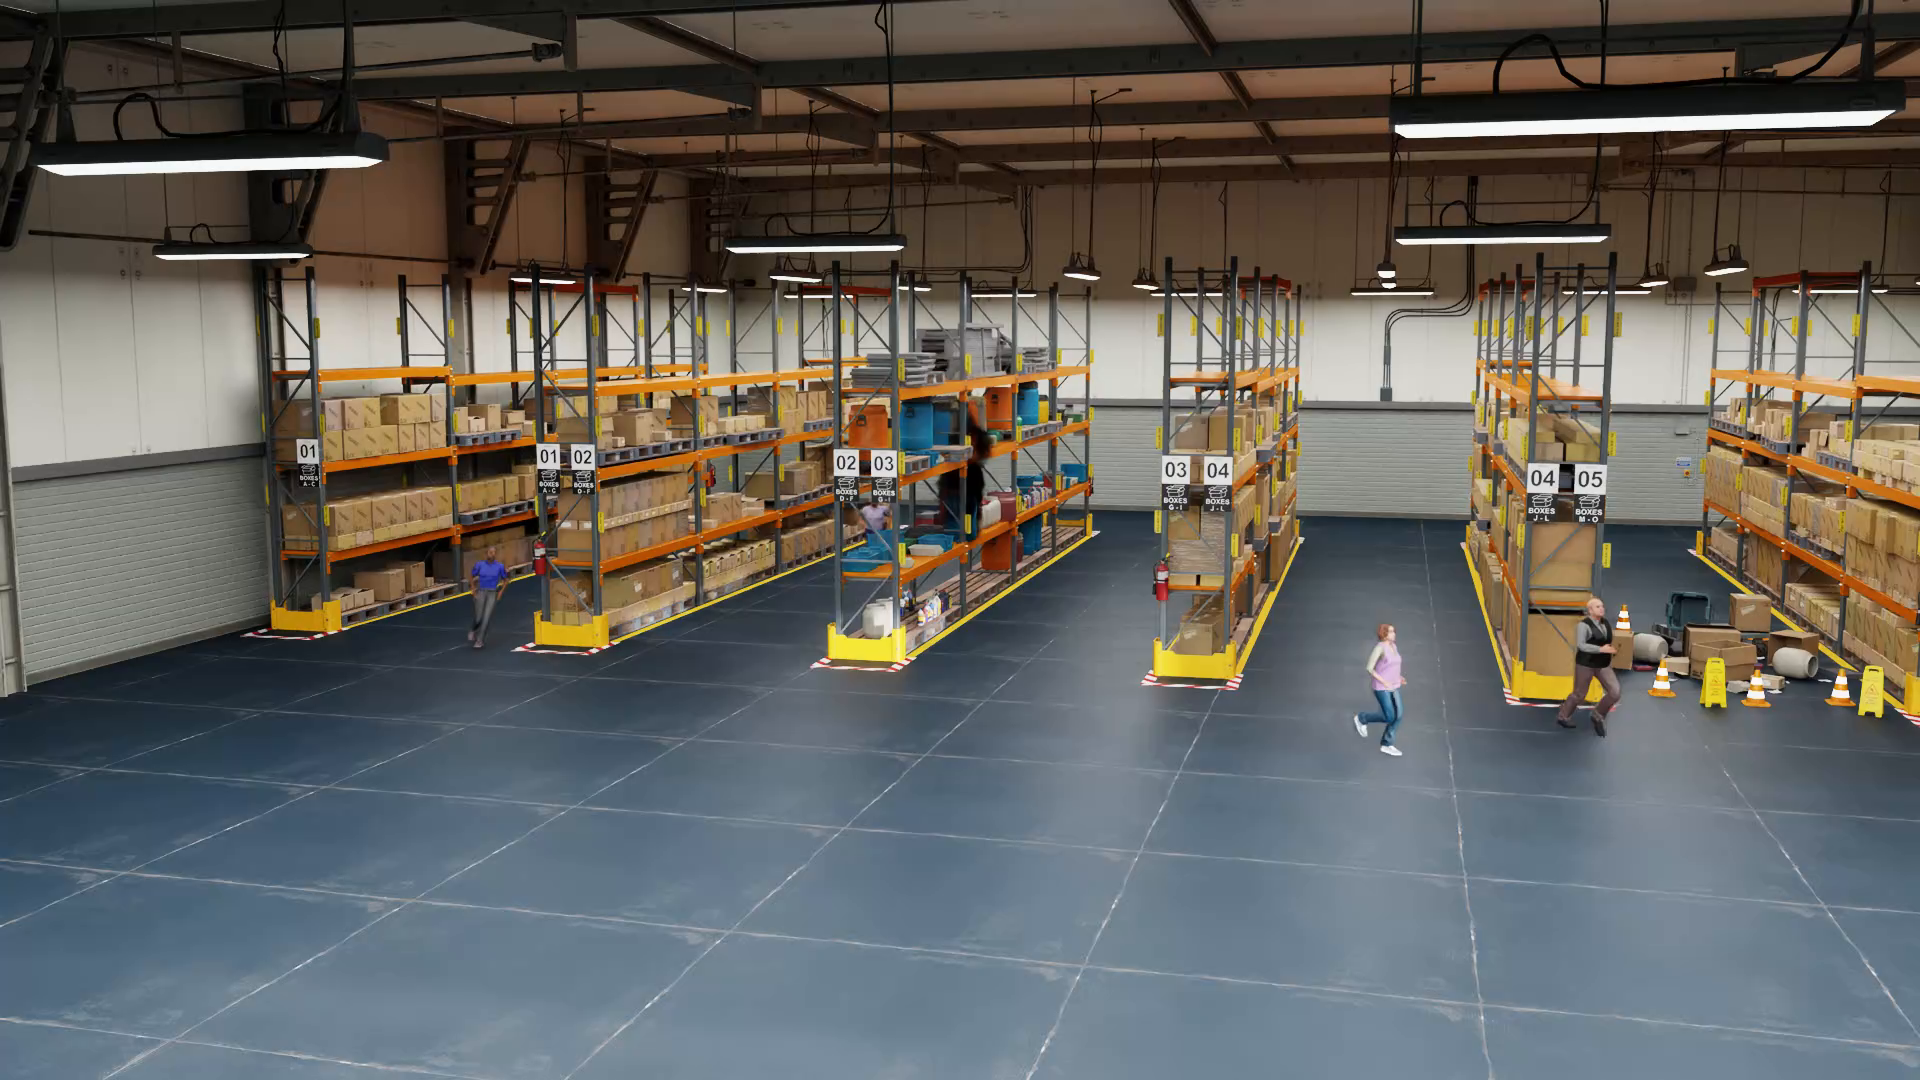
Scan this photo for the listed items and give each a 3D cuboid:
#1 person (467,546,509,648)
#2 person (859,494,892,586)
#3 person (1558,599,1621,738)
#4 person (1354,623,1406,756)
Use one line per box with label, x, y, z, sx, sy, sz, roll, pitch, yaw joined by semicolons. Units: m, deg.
person;-7.471;0.886;26.307;0.656;1.583;0.554;-3;8;-19
person;-1.607;-0.012;31.259;0.597;1.736;0.684;1;7;10
person;7.794;1.564;20.452;0.661;1.723;0.861;-3;8;-21
person;5.003;1.747;19.714;0.536;1.564;0.618;-7;10;-42
